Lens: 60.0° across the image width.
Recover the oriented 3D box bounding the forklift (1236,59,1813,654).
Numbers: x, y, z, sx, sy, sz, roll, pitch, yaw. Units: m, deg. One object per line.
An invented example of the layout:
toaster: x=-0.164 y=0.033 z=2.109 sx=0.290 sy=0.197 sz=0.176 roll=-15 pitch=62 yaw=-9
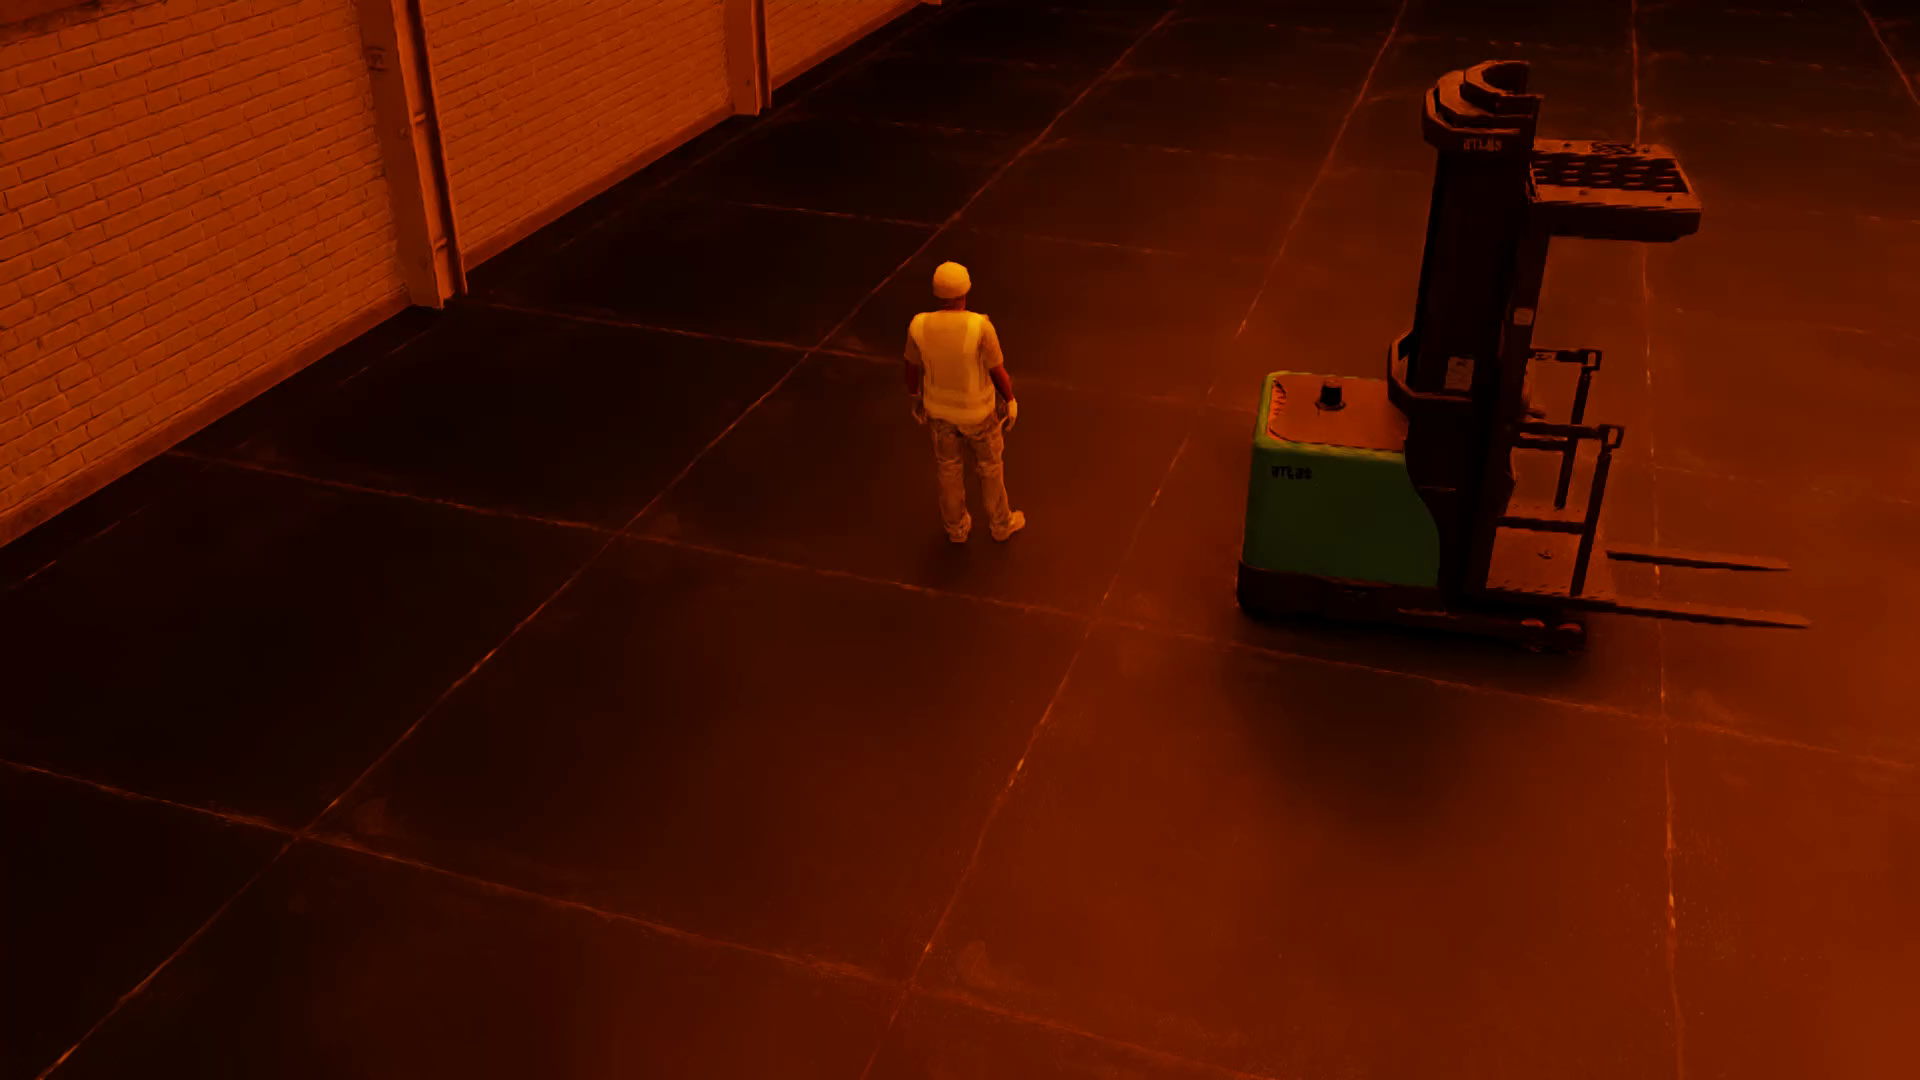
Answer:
forklift: x=3.133 y=-0.946 z=8.796 sx=3.031 sy=2.935 sz=1.130 roll=6 pitch=30 yaw=11

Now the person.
person: x=0.031 y=-0.813 z=9.708 sx=0.655 sy=1.782 sz=0.576 roll=10 pitch=31 yaw=16
